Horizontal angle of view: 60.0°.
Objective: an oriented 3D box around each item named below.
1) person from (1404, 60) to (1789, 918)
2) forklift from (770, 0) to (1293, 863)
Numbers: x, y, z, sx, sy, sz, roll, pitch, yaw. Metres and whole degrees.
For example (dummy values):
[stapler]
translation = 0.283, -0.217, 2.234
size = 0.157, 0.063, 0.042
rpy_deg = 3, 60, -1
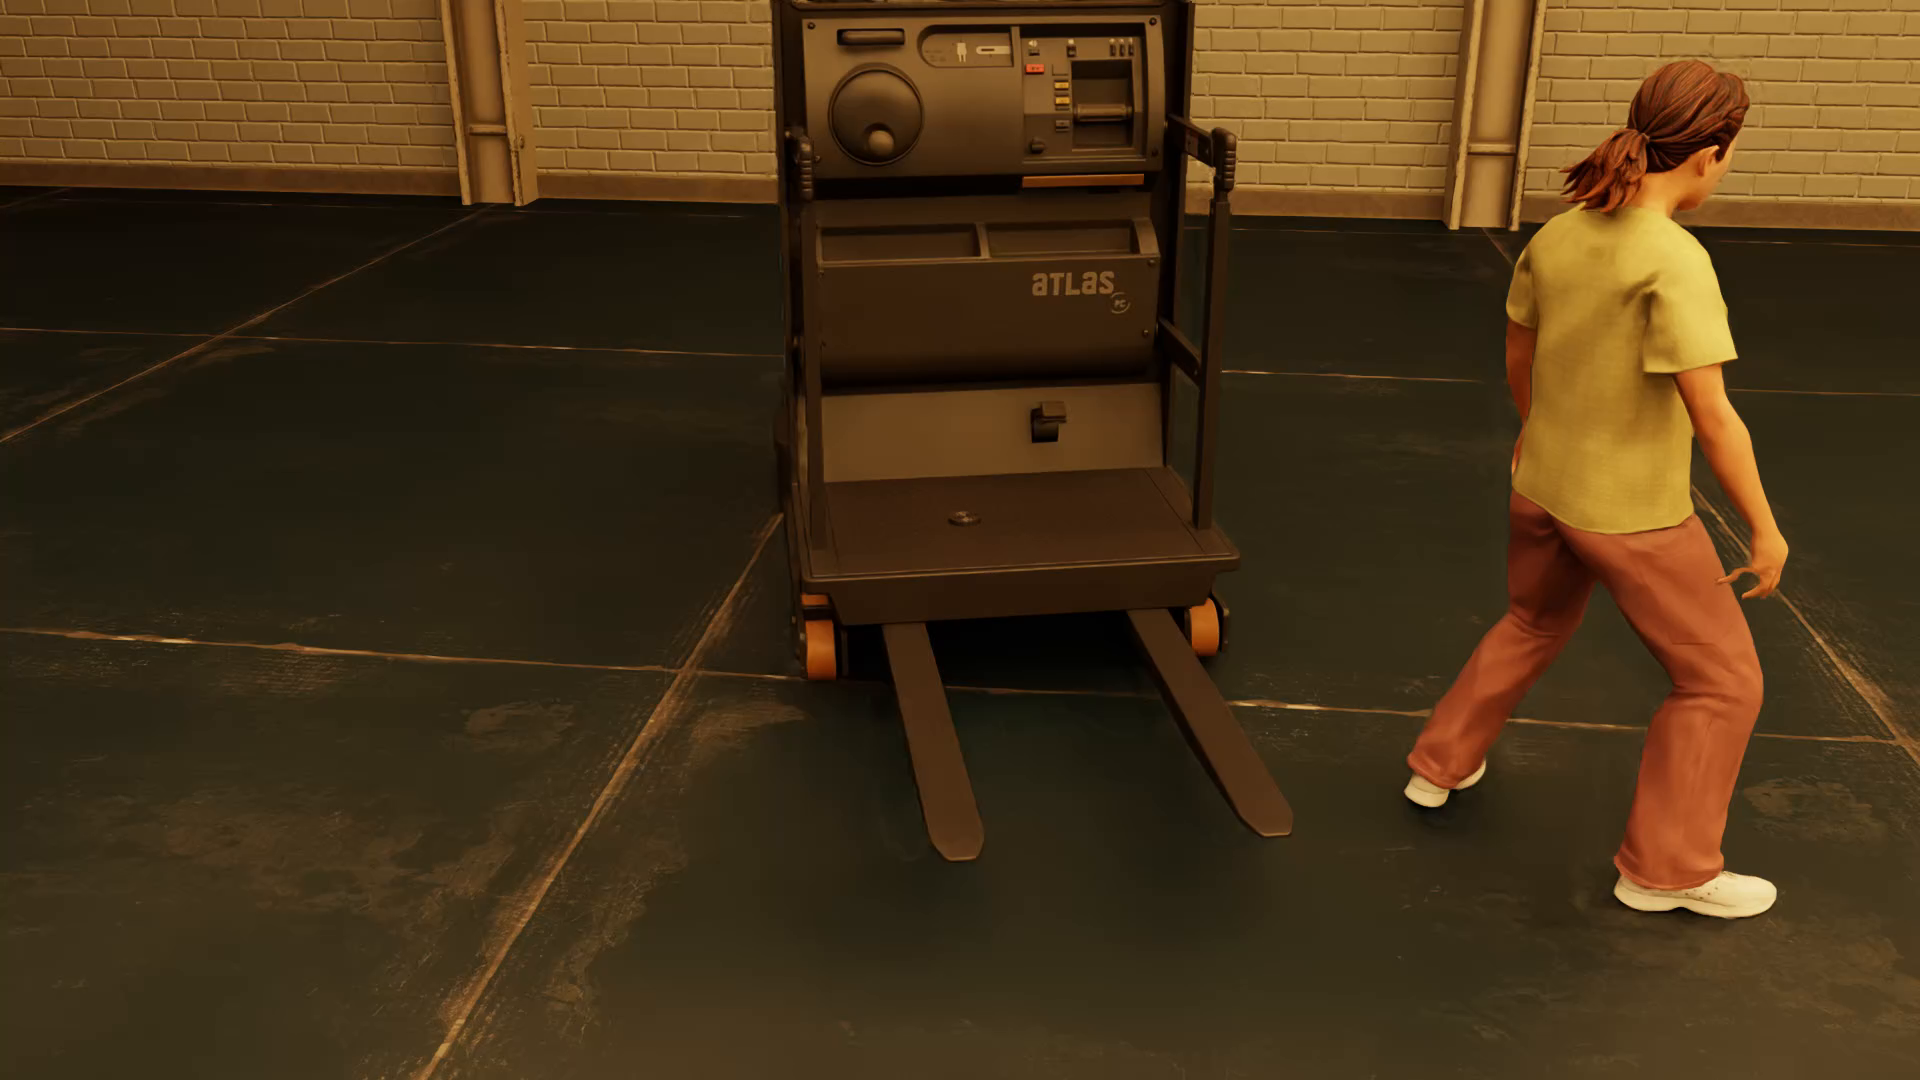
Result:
[person]
translation = 1.296, -0.100, 3.243
size = 0.503, 1.627, 0.787
rpy_deg = -7, 23, -17
[forklift]
translation = 0.097, -1.133, 4.067
size = 1.130, 2.935, 3.031
rpy_deg = -3, 22, -7
